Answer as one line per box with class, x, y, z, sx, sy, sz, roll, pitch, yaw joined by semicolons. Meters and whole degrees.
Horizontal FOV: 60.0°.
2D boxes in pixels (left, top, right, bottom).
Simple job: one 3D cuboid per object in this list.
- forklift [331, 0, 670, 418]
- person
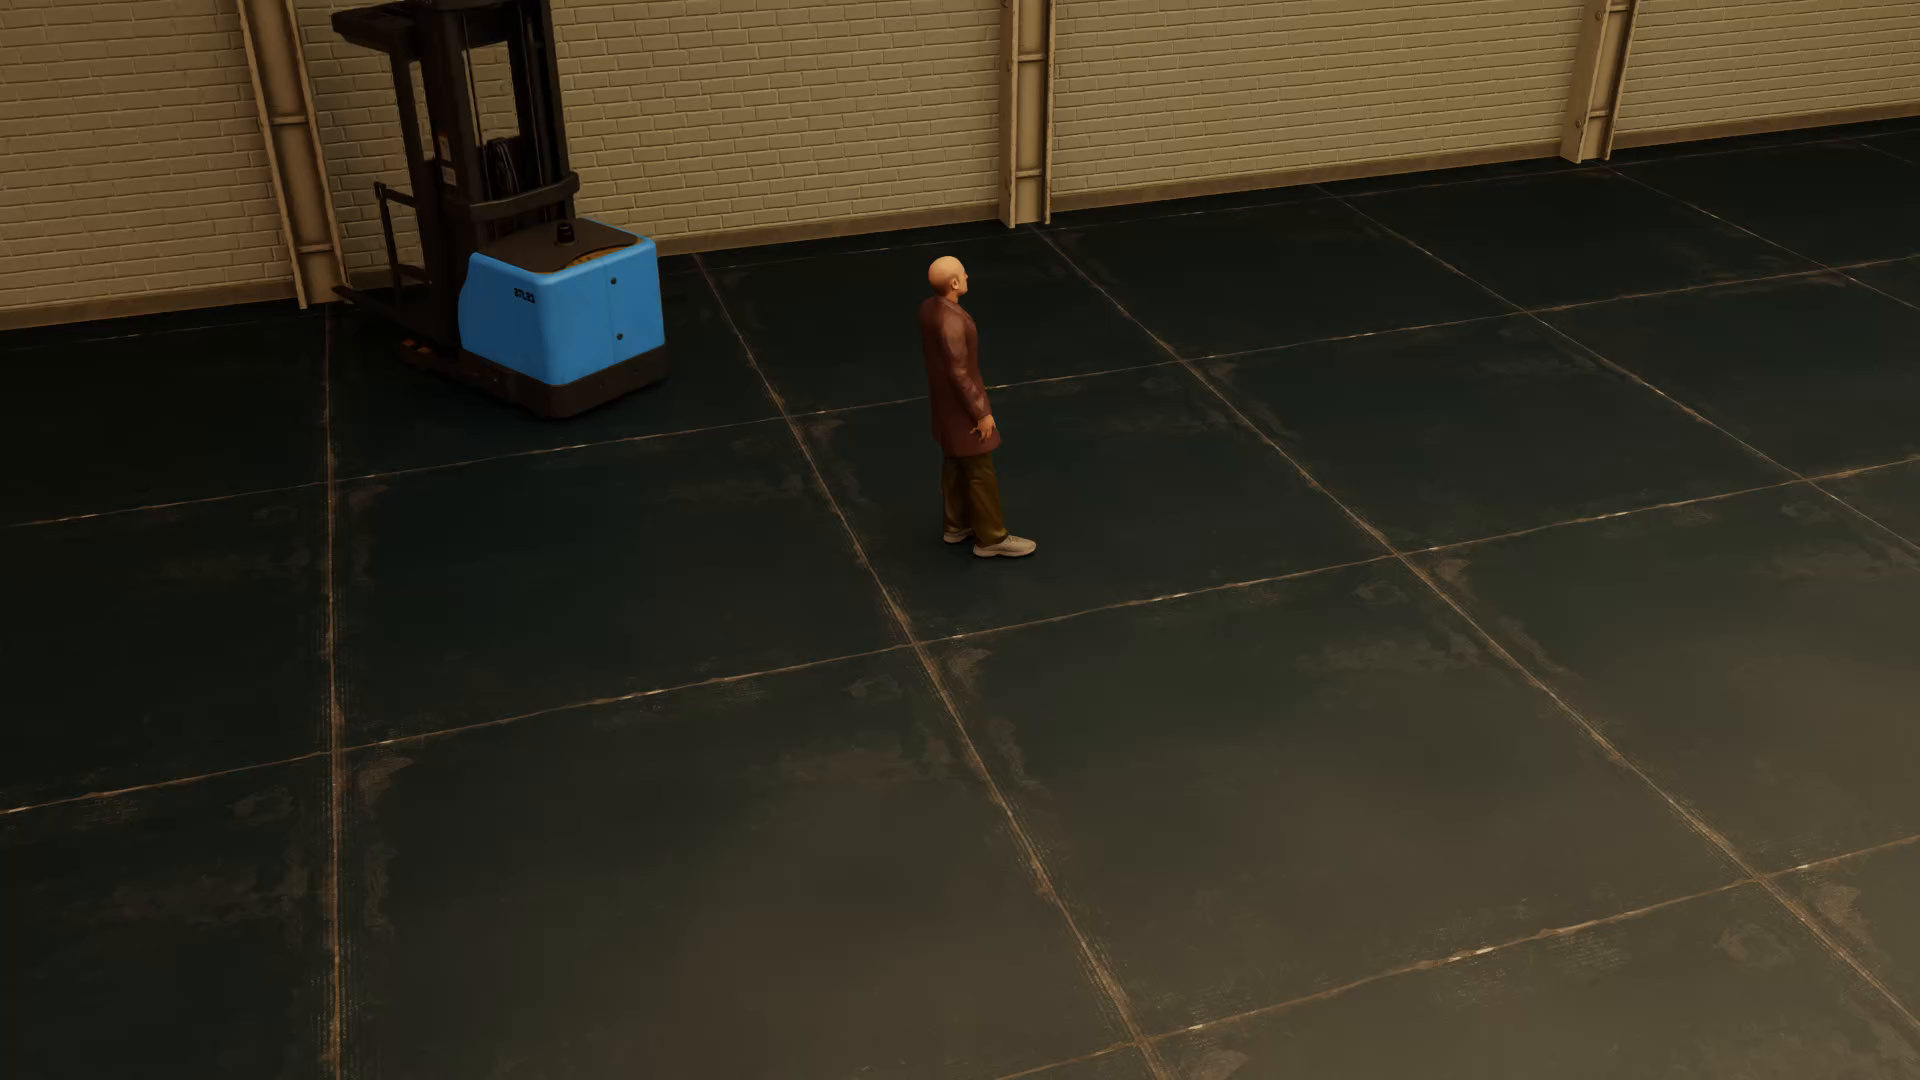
forklift;-3.543;-2.697;11.774;3.031;2.935;1.130;22;37;34
person;0.088;-0.790;9.601;0.579;1.777;0.698;-10;31;-16
